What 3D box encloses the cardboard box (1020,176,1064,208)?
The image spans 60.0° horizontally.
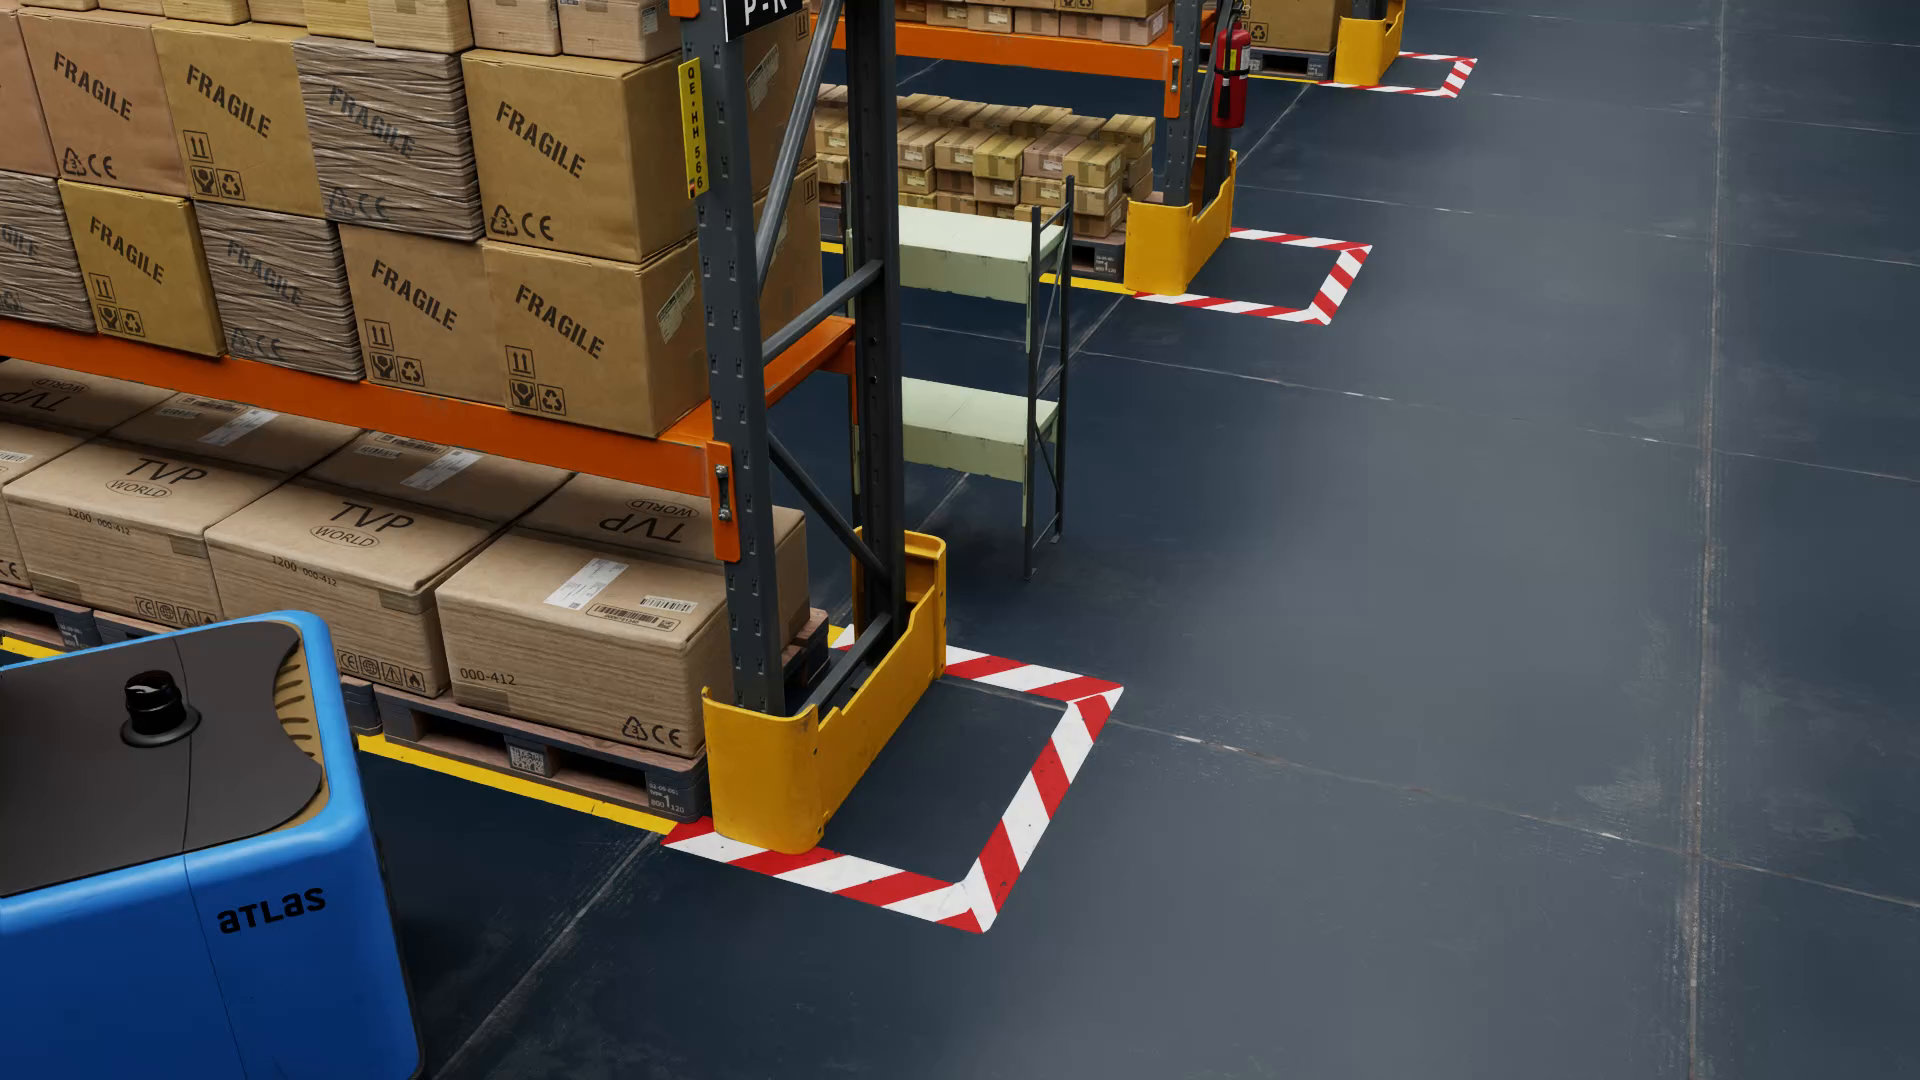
[{"bbox_3d":[0.519,-2.028,9.458,0.250,0.149,0.380,11,31,18],"label":"cardboard box"}]

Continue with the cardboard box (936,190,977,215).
[{"bbox_3d":[0.048,-1.990,9.692,0.250,0.149,0.380,12,31,20],"label":"cardboard box"}]

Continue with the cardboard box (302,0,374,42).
[{"bbox_3d":[-1.571,-1.488,4.557,0.250,0.149,0.380,12,32,20],"label":"cardboard box"}]

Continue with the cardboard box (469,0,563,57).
[{"bbox_3d":[-1.082,-1.413,4.424,0.250,0.149,0.380,12,32,20],"label":"cardboard box"}]

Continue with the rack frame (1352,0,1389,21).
[{"bbox_3d":[3.296,-5.159,12.829,0.127,3.000,1.000,11,31,19],"label":"rack frame"}]

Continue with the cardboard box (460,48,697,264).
[{"bbox_3d":[-0.967,-1.100,4.530,0.500,0.500,0.500,12,32,21],"label":"cardboard box"}]

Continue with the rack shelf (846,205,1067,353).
[{"bbox_3d":[-0.006,-0.994,6.191,0.720,0.370,0.431,11,31,19],"label":"rack shelf"}]

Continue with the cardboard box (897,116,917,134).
[{"bbox_3d":[-0.436,-2.363,9.747,0.250,0.149,0.380,10,31,17],"label":"cardboard box"}]

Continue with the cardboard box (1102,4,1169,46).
[{"bbox_3d":[0.929,-2.738,8.802,0.250,0.149,0.380,11,31,19],"label":"cardboard box"}]

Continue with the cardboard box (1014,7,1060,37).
[{"bbox_3d":[0.474,-2.841,8.983,0.250,0.149,0.380,11,31,19],"label":"cardboard box"}]

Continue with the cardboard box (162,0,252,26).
[{"bbox_3d":[-2.041,-1.588,4.734,0.250,0.149,0.380,12,32,20],"label":"cardboard box"}]

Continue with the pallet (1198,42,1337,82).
[{"bbox_3d":[2.525,-4.057,13.714,1.213,0.211,1.003,11,31,19],"label":"pallet"}]

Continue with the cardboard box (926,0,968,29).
[{"bbox_3d":[-0.004,-2.940,9.158,0.250,0.149,0.380,10,31,17],"label":"cardboard box"}]

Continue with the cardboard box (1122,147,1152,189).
[{"bbox_3d":[0.948,-2.202,9.765,0.250,0.149,0.380,13,32,21],"label":"cardboard box"}]

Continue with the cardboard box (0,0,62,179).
[{"bbox_3d":[-2.850,-1.465,5.175,0.500,0.500,0.500,12,32,20],"label":"cardboard box"}]

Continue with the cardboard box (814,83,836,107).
[{"bbox_3d":[-0.960,-2.746,10.426,0.250,0.149,0.380,10,31,17],"label":"cardboard box"}]

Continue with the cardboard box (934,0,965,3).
[{"bbox_3d":[-0.125,-3.242,9.034,0.500,0.500,0.500,11,31,19],"label":"cardboard box"}]

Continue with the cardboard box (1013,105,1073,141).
[{"bbox_3d":[0.493,-2.470,9.938,0.250,0.149,0.380,11,31,19],"label":"cardboard box"}]

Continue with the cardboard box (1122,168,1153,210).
[{"bbox_3d":[0.972,-2.101,9.889,0.250,0.149,0.380,12,32,20],"label":"cardboard box"}]

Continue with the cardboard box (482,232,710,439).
[{"bbox_3d":[-0.977,-0.653,4.755,0.500,0.500,0.500,11,31,19],"label":"cardboard box"}]

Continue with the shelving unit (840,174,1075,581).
[{"bbox_3d":[-0.006,-0.654,6.383,0.755,1.500,0.431,11,31,19],"label":"shelving unit"}]

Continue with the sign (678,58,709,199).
[{"bbox_3d":[-0.647,-1.003,4.059,0.005,0.325,0.100,11,31,19],"label":"sign"}]

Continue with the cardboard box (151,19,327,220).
[{"bbox_3d":[-1.919,-1.276,4.842,0.500,0.500,0.500,11,31,19],"label":"cardboard box"}]

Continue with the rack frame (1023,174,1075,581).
[{"bbox_3d":[0.333,-0.586,6.263,0.023,1.500,0.400,11,31,19],"label":"rack frame"}]

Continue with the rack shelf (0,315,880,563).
[{"bbox_3d":[-2.284,-0.697,5.667,4.000,0.370,1.077,11,31,19],"label":"rack shelf"}]

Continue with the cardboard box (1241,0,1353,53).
[{"bbox_3d":[2.673,-4.499,13.394,0.875,0.875,0.875,11,31,19],"label":"cardboard box"}]

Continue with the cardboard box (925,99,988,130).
[{"bbox_3d":[-0.021,-2.534,10.050,0.250,0.149,0.380,13,32,21],"label":"cardboard box"}]

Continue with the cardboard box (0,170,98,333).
[{"bbox_3d":[-2.877,-1.028,5.419,0.500,0.500,0.500,11,31,19],"label":"cardboard box"}]

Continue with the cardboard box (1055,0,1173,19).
[{"bbox_3d":[0.824,-3.055,8.703,0.500,0.500,0.500,12,32,20],"label":"cardboard box"}]

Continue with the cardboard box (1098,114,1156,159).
[{"bbox_3d":[0.979,-2.369,9.759,0.250,0.149,0.380,10,31,17],"label":"cardboard box"}]

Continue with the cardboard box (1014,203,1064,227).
[{"bbox_3d":[0.495,-1.862,9.466,0.250,0.149,0.380,12,32,21],"label":"cardboard box"}]

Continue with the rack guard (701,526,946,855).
[{"bbox_3d":[-0.408,0.452,5.442,0.348,0.500,1.175,11,31,19],"label":"rack guard"}]

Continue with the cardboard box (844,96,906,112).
[{"bbox_3d":[-0.516,-2.606,10.178,0.250,0.149,0.380,11,31,19],"label":"cardboard box"}]

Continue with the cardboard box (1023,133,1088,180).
[{"bbox_3d":[0.540,-2.172,9.410,0.250,0.149,0.380,12,32,20],"label":"cardboard box"}]

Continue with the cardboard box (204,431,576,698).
[{"bbox_3d":[-1.931,0.050,5.790,0.875,0.438,0.875,12,32,20],"label":"cardboard box"}]

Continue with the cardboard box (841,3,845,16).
[{"bbox_3d":[-0.484,-3.059,9.368,0.250,0.149,0.380,12,32,20],"label":"cardboard box"}]

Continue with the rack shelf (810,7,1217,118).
[{"bbox_3d":[-0.516,-2.973,9.693,4.000,0.370,1.077,11,31,19],"label":"rack shelf"}]

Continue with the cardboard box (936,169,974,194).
[{"bbox_3d":[0.048,-2.147,9.668,0.250,0.149,0.380,11,31,19],"label":"cardboard box"}]

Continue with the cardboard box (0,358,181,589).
[{"bbox_3d":[-3.595,-0.283,6.379,0.875,0.438,0.875,11,31,18],"label":"cardboard box"}]

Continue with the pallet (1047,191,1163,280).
[{"bbox_3d":[0.527,-1.883,9.867,1.213,0.211,1.003,11,31,19],"label":"pallet"}]

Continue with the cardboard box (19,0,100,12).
[{"bbox_3d":[-2.538,-1.675,4.888,0.250,0.149,0.380,11,31,19],"label":"cardboard box"}]

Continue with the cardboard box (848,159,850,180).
[{"bbox_3d":[-0.457,-2.196,9.755,0.250,0.149,0.380,13,32,22],"label":"cardboard box"}]

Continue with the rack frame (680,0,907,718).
[{"bbox_3d":[-0.430,-0.641,4.835,0.127,3.000,1.000,11,31,19],"label":"rack frame"}]

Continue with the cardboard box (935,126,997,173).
[{"bbox_3d":[0.036,-2.239,9.529,0.250,0.149,0.380,10,31,17],"label":"cardboard box"}]

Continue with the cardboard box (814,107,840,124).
[{"bbox_3d":[-0.903,-2.462,9.923,0.250,0.149,0.380,10,31,17],"label":"cardboard box"}]

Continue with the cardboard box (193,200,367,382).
[{"bbox_3d":[-1.916,-0.843,5.092,0.500,0.500,0.500,12,32,21],"label":"cardboard box"}]

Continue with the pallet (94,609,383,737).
[{"bbox_3d":[-2.327,0.235,6.120,1.213,0.211,1.003,11,31,19],"label":"pallet"}]

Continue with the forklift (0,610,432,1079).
[{"bbox_3d":[-2.828,0.327,3.193,3.031,2.935,1.130,-12,32,-20],"label":"forklift"}]
